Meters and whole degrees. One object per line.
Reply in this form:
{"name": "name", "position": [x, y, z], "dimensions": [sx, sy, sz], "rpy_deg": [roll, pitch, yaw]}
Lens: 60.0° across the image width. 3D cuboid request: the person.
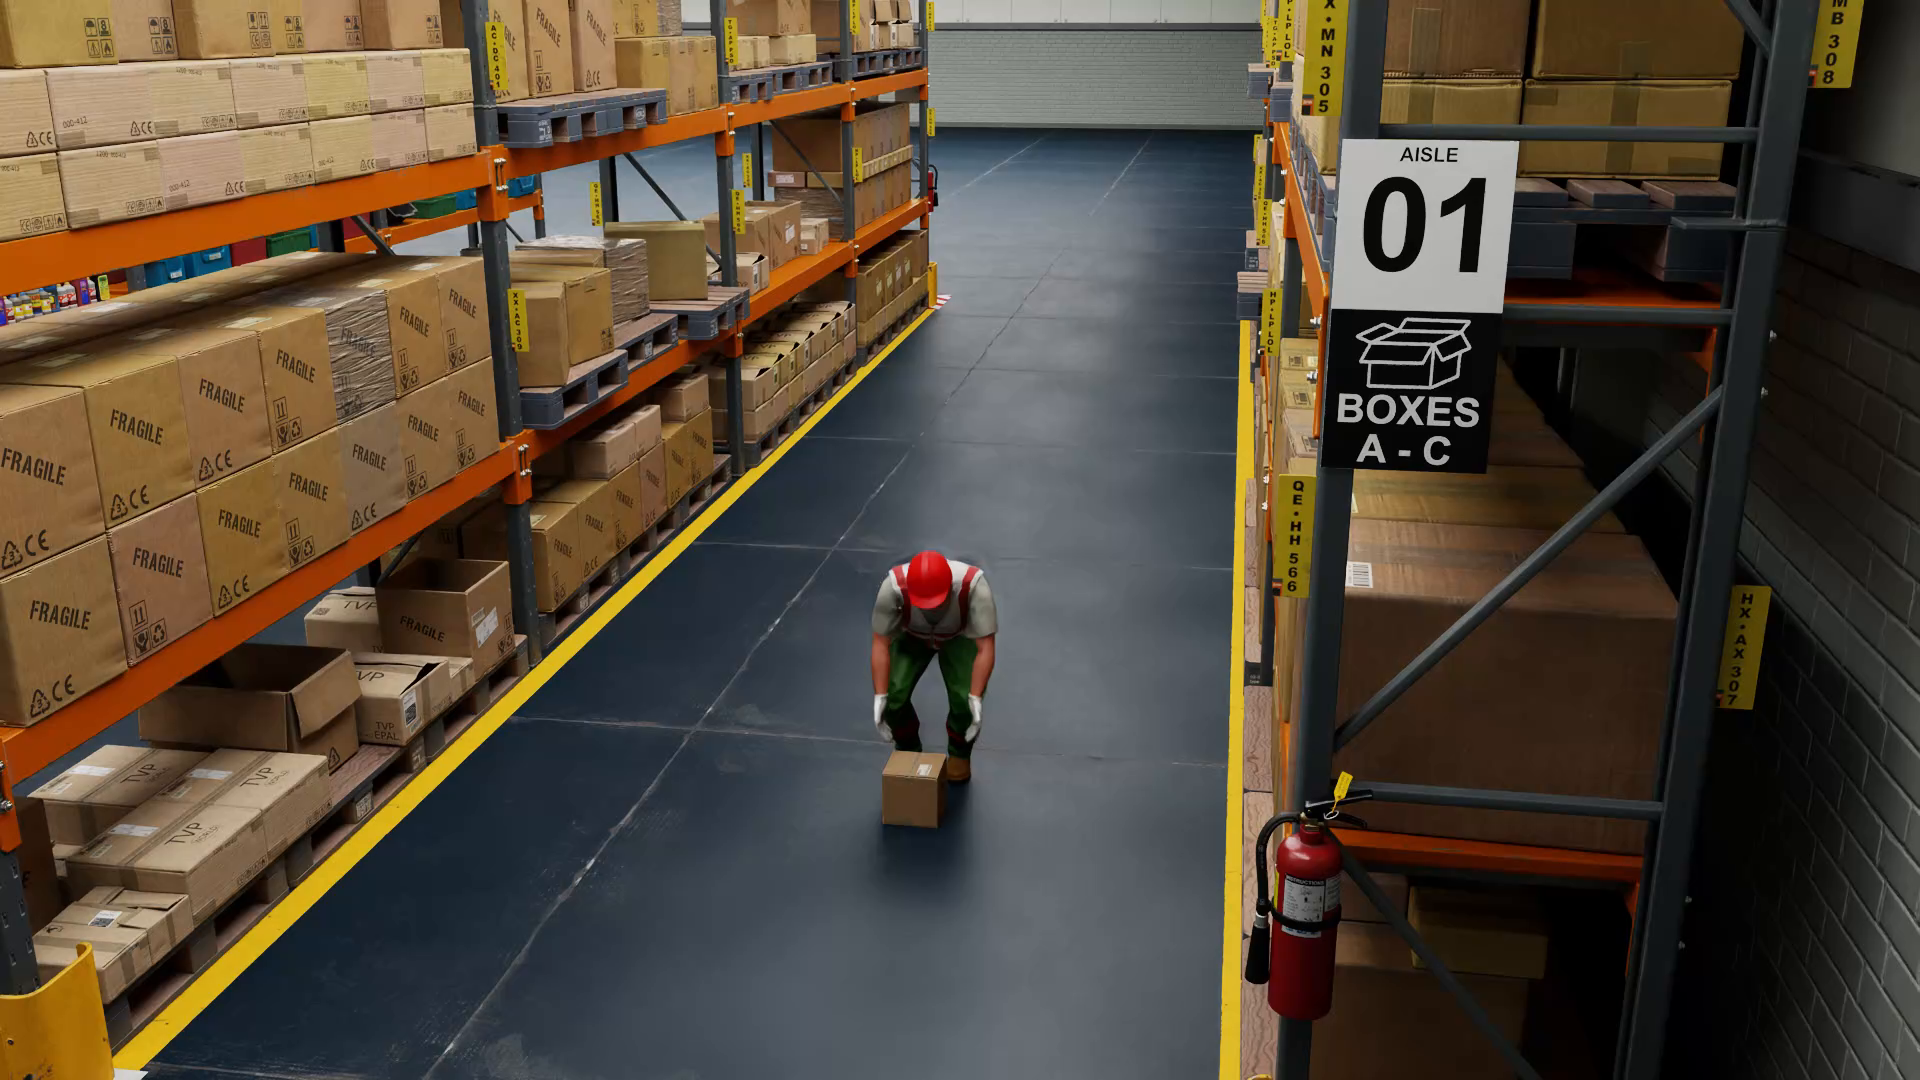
{"name": "person", "position": [-0.099, 0.548, 7.716], "dimensions": [0.582, 1.230, 0.837], "rpy_deg": [3, 18, 9]}
